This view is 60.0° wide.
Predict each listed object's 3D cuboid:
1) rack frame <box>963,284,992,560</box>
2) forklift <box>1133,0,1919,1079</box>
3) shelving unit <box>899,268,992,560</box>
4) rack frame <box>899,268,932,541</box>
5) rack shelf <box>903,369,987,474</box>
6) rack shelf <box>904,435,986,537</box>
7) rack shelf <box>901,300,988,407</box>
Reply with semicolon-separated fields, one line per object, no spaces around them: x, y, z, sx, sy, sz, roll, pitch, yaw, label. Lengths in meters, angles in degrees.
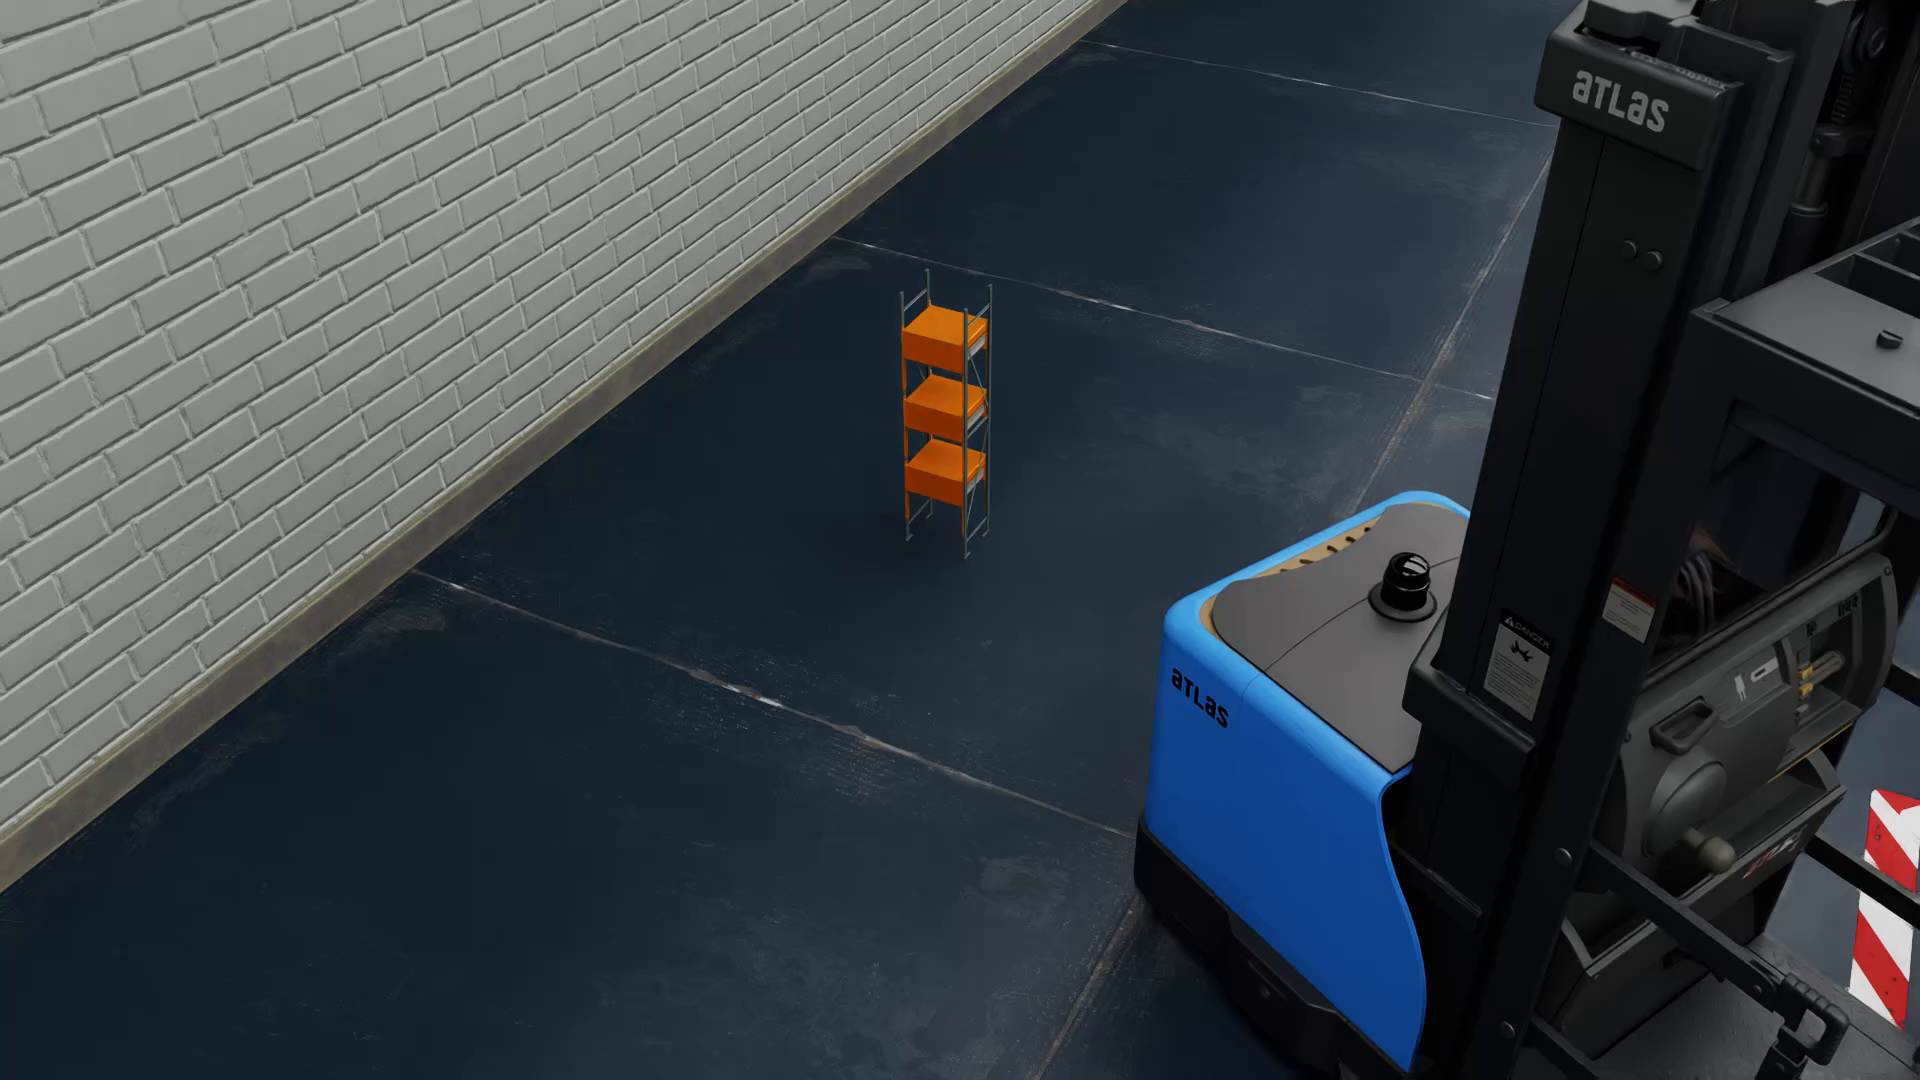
0.061;-0.399;5.907;0.008;1.050;0.200;17;41;21;rack frame
1.764;0.421;3.272;1.130;2.935;3.031;-23;43;-27;forklift
-0.048;-0.433;5.952;0.252;1.050;0.215;17;41;21;shelving unit
-0.156;-0.467;5.997;0.008;1.050;0.200;17;41;21;rack frame
-0.048;-0.425;5.959;0.240;0.259;0.215;17;41;21;rack shelf
-0.048;-0.203;6.127;0.240;0.259;0.215;17;41;21;rack shelf
-0.048;-0.651;5.787;0.240;0.259;0.215;17;41;21;rack shelf
